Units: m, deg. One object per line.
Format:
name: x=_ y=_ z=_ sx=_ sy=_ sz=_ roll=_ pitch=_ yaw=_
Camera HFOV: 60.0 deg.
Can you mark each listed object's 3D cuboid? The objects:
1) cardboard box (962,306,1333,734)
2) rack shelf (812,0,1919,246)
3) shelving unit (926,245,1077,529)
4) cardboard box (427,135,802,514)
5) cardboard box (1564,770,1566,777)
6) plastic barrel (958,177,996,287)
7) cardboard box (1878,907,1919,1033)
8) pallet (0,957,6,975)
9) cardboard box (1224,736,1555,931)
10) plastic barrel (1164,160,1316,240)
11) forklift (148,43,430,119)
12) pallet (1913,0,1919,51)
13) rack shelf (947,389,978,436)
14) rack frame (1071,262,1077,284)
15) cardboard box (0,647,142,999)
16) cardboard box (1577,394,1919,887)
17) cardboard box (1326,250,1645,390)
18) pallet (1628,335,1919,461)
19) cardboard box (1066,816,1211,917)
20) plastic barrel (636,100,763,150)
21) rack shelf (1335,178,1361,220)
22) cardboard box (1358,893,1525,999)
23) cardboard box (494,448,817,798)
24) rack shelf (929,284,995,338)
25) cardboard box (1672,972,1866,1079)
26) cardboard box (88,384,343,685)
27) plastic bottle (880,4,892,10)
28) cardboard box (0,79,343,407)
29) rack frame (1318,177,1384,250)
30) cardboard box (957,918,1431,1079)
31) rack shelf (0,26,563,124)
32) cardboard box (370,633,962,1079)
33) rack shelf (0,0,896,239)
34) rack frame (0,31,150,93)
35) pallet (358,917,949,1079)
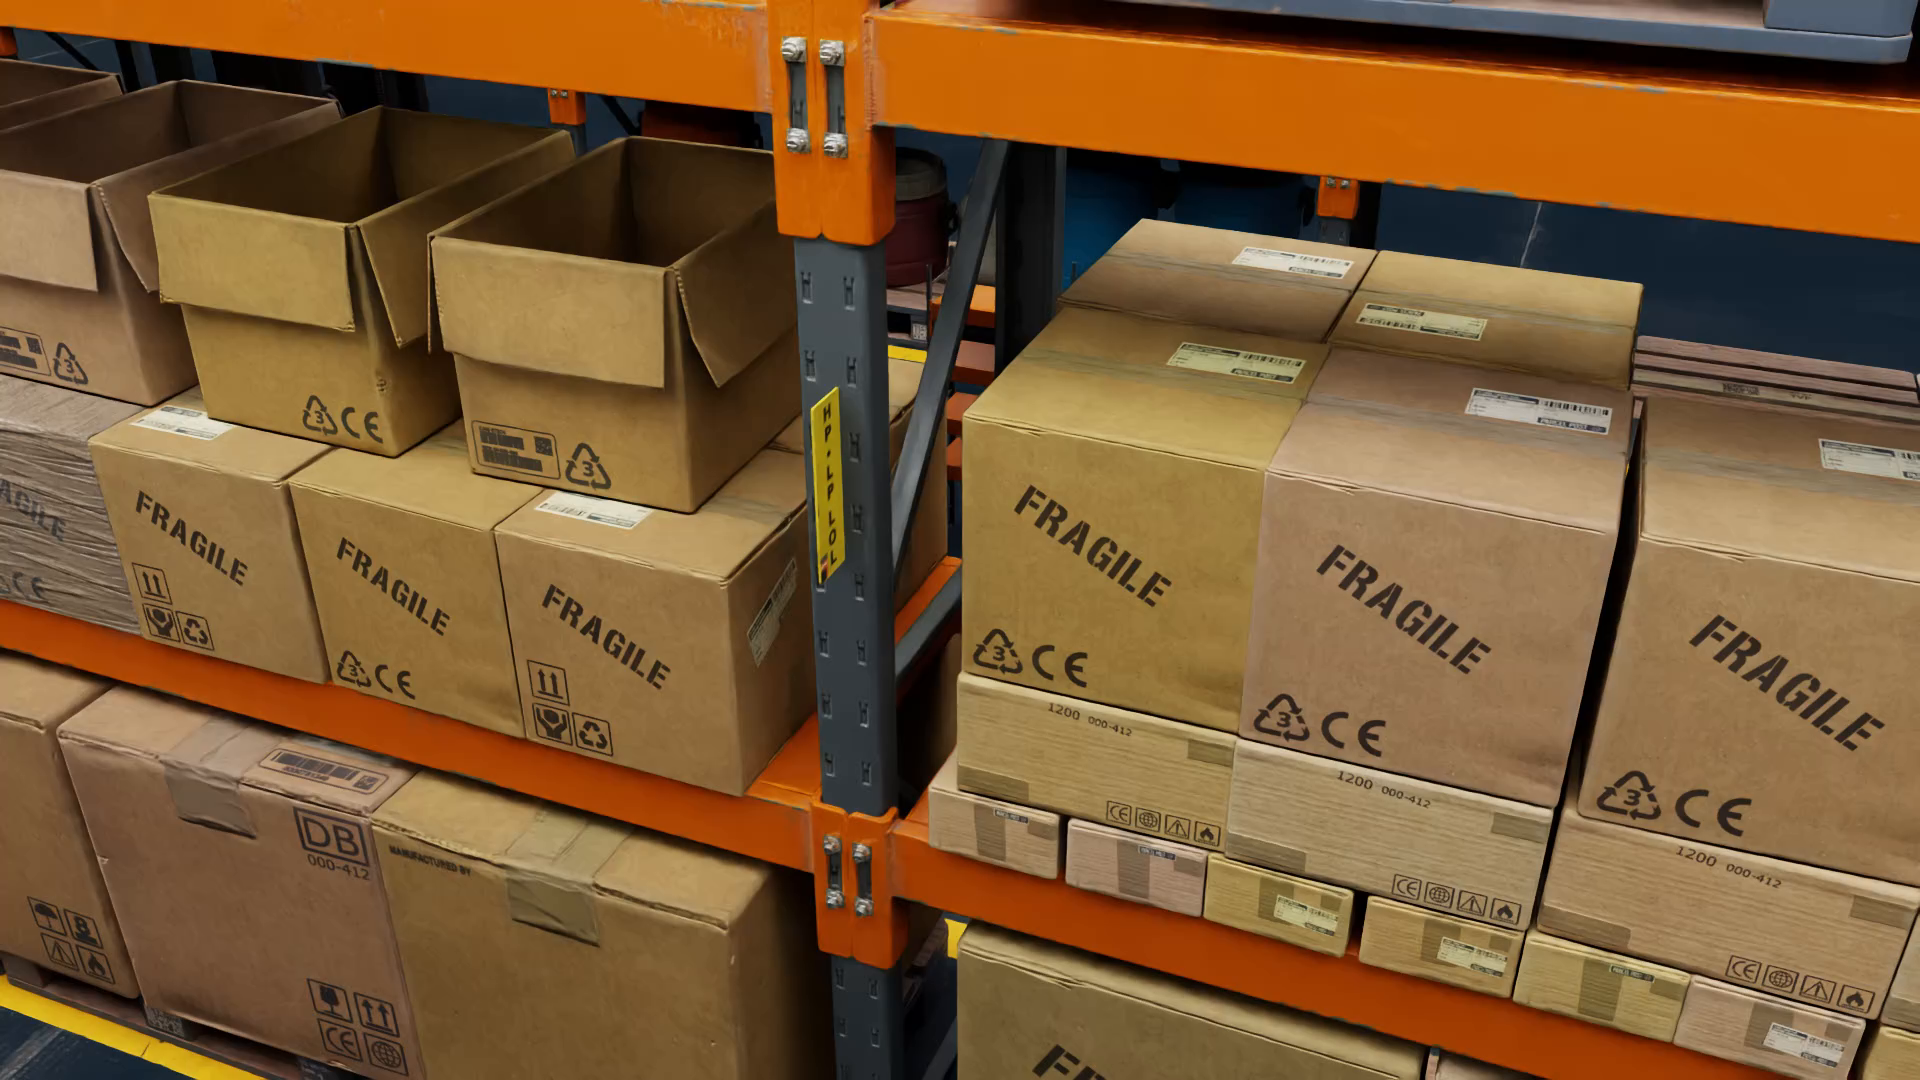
cardboard box: x=0.326 y=-0.054 z=2.885 sx=0.500 sy=0.500 sz=0.500 roll=11 pitch=31 yaw=19
rack shelf: x=1.832 y=-0.491 z=2.253 sx=4.000 sy=0.370 sz=1.077 roll=11 pitch=31 yaw=19
shelving unit: x=0.153 y=-0.492 z=6.401 sx=0.503 sy=1.200 sz=0.258 roll=11 pitch=31 yaw=19
cardboard box: x=-0.617 y=-0.463 z=3.400 sx=0.637 sy=0.503 sz=0.797 roll=10 pitch=31 yaw=18
cardboard box: x=1.338 y=0.338 z=3.359 sx=0.250 sy=0.149 sz=0.380 roll=12 pitch=32 yaw=20
plastic barrel: x=0.197 y=-1.611 z=8.654 sx=0.421 sy=0.512 sz=0.421 roll=0 pitch=29 yaw=0
cardboard box: x=1.710 y=0.556 z=2.568 sx=0.500 sy=0.250 sz=0.500 roll=11 pitch=31 yaw=19
pallet: x=-3.026 y=0.786 z=5.145 sx=1.213 sy=0.211 sz=1.003 roll=11 pitch=31 yaw=19
cardboard box: x=0.774 y=0.368 z=2.901 sx=0.500 sy=0.250 sz=0.500 roll=11 pitch=31 yaw=19
plastic barrel: x=1.343 y=-1.505 z=8.069 sx=0.708 sy=0.901 sz=0.600 roll=11 pitch=31 yaw=19
forklift: x=-2.922 y=-1.567 z=6.544 sx=3.031 sy=2.935 sz=1.130 roll=6 pitch=30 yaw=10
pallet: x=1.859 y=-0.753 z=2.076 sx=1.213 sy=0.211 sz=1.003 roll=11 pitch=31 yaw=19
rack shelf: x=0.153 y=-0.433 z=6.434 sx=0.480 sy=0.148 sz=0.258 roll=11 pitch=31 yaw=19
rack frame: x=0.379 y=-0.447 z=6.321 sx=0.015 sy=1.200 sz=0.240 roll=11 pitch=31 yaw=19
cardboard box: x=-2.273 y=0.439 z=4.657 sx=0.875 sy=0.875 sz=1.225 roll=11 pitch=31 yaw=19
cardboard box: x=1.263 y=0.135 z=2.551 sx=0.500 sy=0.500 sz=0.500 roll=10 pitch=31 yaw=18
cardboard box: x=0.968 y=-0.201 z=3.146 sx=0.500 sy=0.500 sz=0.500 roll=12 pitch=31 yaw=20
pallet: x=3.671 y=-0.570 z=7.543 sx=1.213 sy=0.211 sz=1.003 roll=11 pitch=31 yaw=19
cardboard box: x=0.371 y=0.496 z=3.080 sx=0.250 sy=0.149 sz=0.380 roll=10 pitch=31 yaw=17
plastic barrel: x=-1.406 y=-2.022 z=9.058 sx=0.708 sy=0.830 sz=0.600 roll=11 pitch=31 yaw=19
rack shelf: x=3.694 y=-1.444 z=6.987 sx=4.000 sy=0.370 sz=1.077 roll=11 pitch=31 yaw=19
cardboard box: x=0.859 y=0.592 z=2.909 sx=0.250 sy=0.149 sz=0.380 roll=10 pitch=31 yaw=18
cardboard box: x=-0.558 y=0.126 z=3.377 sx=0.500 sy=0.500 sz=0.500 roll=11 pitch=31 yaw=19
rack shelf: x=0.153 y=-0.834 z=6.207 sx=0.480 sy=0.148 sz=0.258 roll=11 pitch=31 yaw=19
cardboard box: x=1.329 y=0.687 z=2.742 sx=0.250 sy=0.149 sz=0.380 roll=12 pitch=32 yaw=20
cardboard box: x=-1.500 y=-0.062 z=3.710 sx=0.500 sy=0.500 sz=0.500 roll=11 pitch=31 yaw=19
plastic bottle: x=-0.385 y=-2.702 z=8.683 sx=0.097 sy=0.201 sz=0.097 roll=0 pitch=29 yaw=0
cardboard box: x=-1.830 y=-0.703 z=3.825 sx=0.637 sy=0.503 sz=0.797 roll=12 pitch=32 yaw=21
rack frame: x=1.841 y=-2.127 z=7.464 sx=0.127 sy=3.000 sz=1.000 roll=11 pitch=31 yaw=19
cardboard box: x=0.560 y=1.032 z=3.608 sx=0.875 sy=0.875 sz=0.875 roll=11 pitch=31 yaw=19
rack shelf: x=-3.719 y=-2.924 z=9.605 sx=4.000 sy=0.370 sz=1.077 roll=11 pitch=31 yaw=19
cardboard box: x=-0.622 y=0.764 z=4.082 sx=0.875 sy=0.875 sz=1.225 roll=11 pitch=31 yaw=19
rack shelf: x=-1.875 y=-1.231 z=3.562 sx=4.000 sy=0.370 sz=1.077 roll=11 pitch=31 yaw=19
rack frame: x=-5.573 y=-3.607 z=10.083 sx=0.127 sy=3.000 sz=1.000 roll=11 pitch=31 yaw=19
pallet: x=-0.765 y=1.237 z=4.347 sx=1.213 sy=0.211 sz=1.003 roll=11 pitch=31 yaw=19
